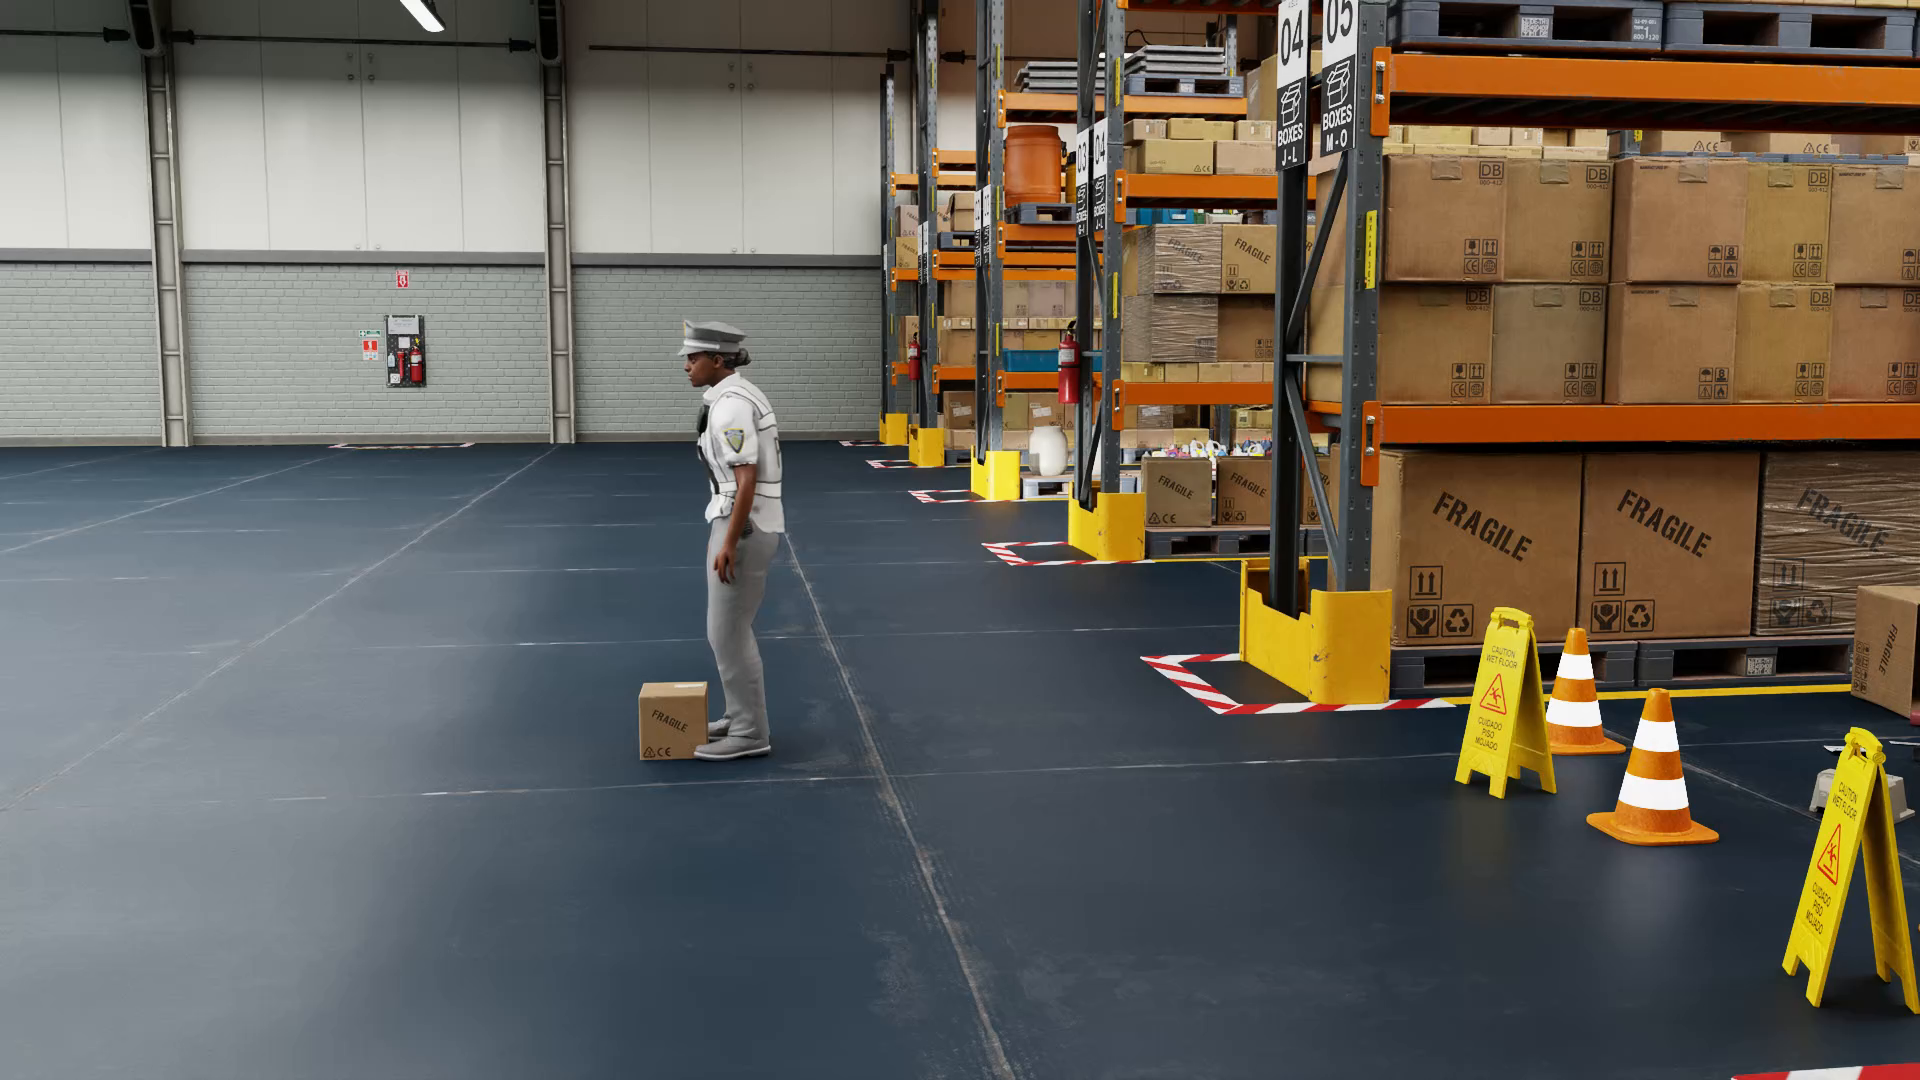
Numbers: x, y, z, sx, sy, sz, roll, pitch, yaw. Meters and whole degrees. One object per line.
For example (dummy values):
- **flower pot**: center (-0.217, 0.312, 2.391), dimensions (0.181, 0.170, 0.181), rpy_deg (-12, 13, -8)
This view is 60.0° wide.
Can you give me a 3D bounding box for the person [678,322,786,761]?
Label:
- **person**: center (-0.873, -0.006, 6.404), dimensions (0.396, 1.656, 0.512), rpy_deg (-1, 7, -12)
